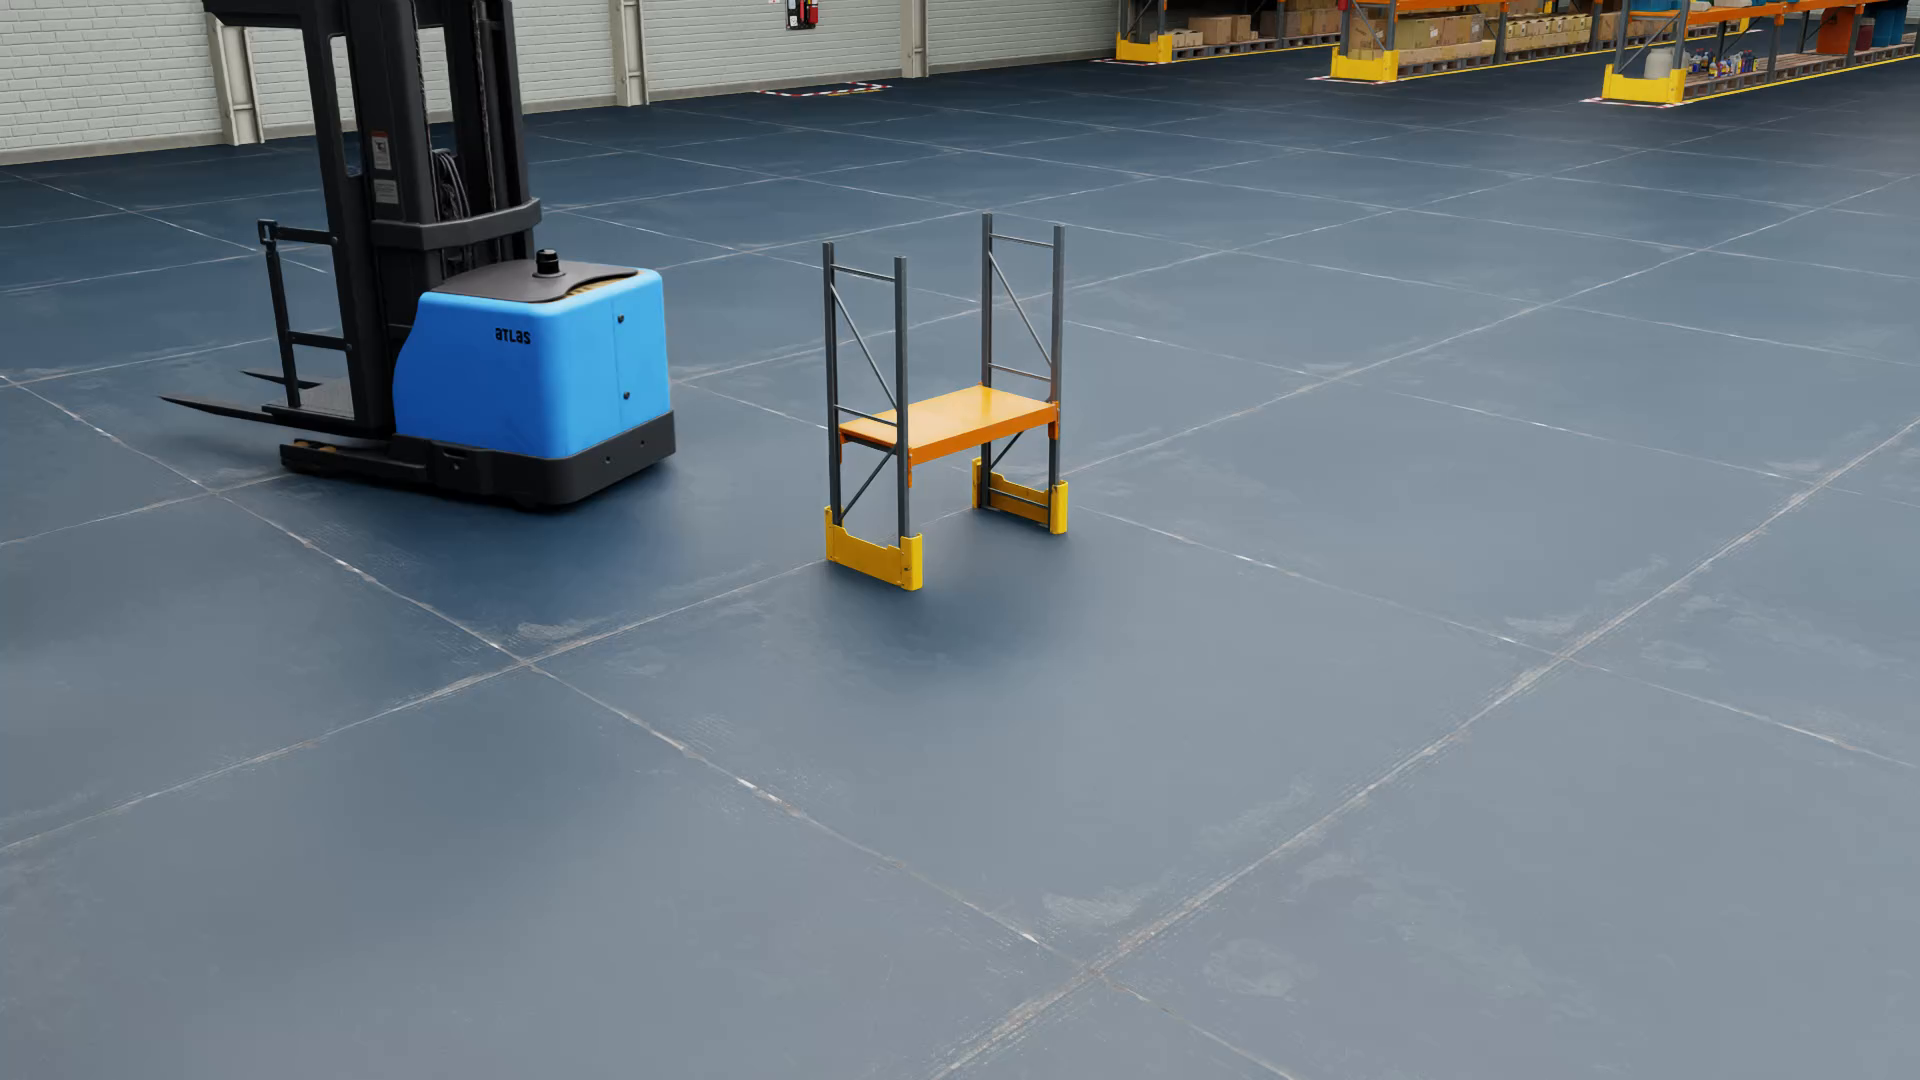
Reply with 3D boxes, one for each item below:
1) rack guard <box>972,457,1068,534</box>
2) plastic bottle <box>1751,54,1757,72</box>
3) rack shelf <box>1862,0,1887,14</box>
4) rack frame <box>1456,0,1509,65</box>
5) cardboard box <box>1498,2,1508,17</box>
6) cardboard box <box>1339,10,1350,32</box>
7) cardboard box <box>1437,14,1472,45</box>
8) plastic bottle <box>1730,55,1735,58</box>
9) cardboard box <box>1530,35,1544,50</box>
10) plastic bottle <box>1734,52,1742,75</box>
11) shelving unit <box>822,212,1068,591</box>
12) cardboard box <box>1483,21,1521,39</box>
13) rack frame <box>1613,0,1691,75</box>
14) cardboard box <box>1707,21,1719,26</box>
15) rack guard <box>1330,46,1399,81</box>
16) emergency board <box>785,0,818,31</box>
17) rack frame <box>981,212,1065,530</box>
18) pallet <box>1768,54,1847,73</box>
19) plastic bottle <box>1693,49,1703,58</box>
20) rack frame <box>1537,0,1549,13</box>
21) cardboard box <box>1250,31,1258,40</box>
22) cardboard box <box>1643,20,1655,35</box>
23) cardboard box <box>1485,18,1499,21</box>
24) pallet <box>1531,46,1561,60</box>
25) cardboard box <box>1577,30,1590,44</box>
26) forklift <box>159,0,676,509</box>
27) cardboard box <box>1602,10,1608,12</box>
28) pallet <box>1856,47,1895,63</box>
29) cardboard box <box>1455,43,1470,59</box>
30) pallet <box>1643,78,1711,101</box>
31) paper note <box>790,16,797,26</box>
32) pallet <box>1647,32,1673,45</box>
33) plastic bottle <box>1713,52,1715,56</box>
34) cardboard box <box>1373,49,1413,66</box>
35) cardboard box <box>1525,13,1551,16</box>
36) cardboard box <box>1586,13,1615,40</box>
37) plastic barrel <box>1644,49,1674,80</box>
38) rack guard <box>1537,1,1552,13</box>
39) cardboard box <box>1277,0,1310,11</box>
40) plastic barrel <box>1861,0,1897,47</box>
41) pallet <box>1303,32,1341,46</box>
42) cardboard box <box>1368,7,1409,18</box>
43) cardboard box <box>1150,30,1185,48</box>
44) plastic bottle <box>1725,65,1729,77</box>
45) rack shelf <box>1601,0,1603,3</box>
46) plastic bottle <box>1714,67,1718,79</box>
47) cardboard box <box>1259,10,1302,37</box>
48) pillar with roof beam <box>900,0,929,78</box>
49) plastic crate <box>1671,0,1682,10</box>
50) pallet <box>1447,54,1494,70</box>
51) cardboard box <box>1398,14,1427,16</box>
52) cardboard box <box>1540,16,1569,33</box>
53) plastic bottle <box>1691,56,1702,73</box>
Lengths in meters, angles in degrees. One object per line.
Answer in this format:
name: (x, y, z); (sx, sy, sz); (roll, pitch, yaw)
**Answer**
rack guard: (0.294, -0.225, 8.312); (0.587, 0.250, 0.087); (19, 28, 41)
plastic bottle: (13.307, -8.001, 27.884); (0.133, 0.283, 0.061); (-18, 28, -39)
rack shelf: (17.592, -10.477, 32.154); (1.077, 0.370, 4.000); (19, 28, 41)
rack frame: (9.860, -10.511, 31.240); (1.000, 3.000, 0.127); (19, 28, 41)
cardboard box: (13.196, -13.262, 41.296); (0.500, 0.500, 0.700); (-19, 28, -41)
cardboard box: (8.191, -11.515, 36.724); (0.700, 0.500, 0.500); (19, 28, 41)
cardboard box: (8.990, -9.345, 30.408); (0.500, 0.500, 0.500); (19, 28, 41)
plastic bottle: (12.906, -7.948, 27.755); (0.152, 0.276, 0.135); (19, 28, 41)
cardboard box: (11.036, -9.730, 32.456); (0.500, 0.250, 0.500); (18, 28, 39)
plastic bottle: (12.804, -7.869, 27.446); (0.144, 0.351, 0.185); (19, 28, 40)
shelving unit: (-0.053, -0.680, 7.755); (0.587, 1.500, 1.083); (19, 28, 41)
cardboard box: (10.327, -9.729, 31.672); (0.500, 0.311, 0.500); (19, 28, 41)
rack frame: (10.616, -8.242, 25.337); (1.000, 3.000, 0.127); (19, 28, 41)
cardboard box: (17.344, -12.079, 38.540); (0.500, 0.250, 0.500); (19, 28, 41)
rack guard: (7.053, -8.310, 28.997); (1.175, 0.500, 0.348); (19, 28, 41)
emergency board: (-2.551, -8.950, 27.179); (0.194, 1.169, 0.643); (19, 28, 41)
rack frame: (0.295, -0.809, 8.088); (0.500, 1.500, 0.032); (19, 28, 41)
pallet: (15.628, -8.807, 30.695); (1.003, 0.211, 1.213); (19, 28, 41)
plastic bottle: (12.414, -8.087, 28.013); (0.144, 0.351, 0.185); (18, 27, 38)
rack frame: (14.679, -14.834, 42.489); (1.000, 3.000, 0.127); (19, 28, 41)
cardboard box: (5.956, -10.488, 34.515); (0.380, 0.166, 0.250); (15, 26, 34)
cardboard box: (14.601, -11.154, 35.783); (0.500, 0.500, 0.500); (20, 29, 41)
cardboard box: (10.295, -9.996, 32.367); (0.500, 0.311, 0.500); (-19, 28, -41)
pallet: (11.197, -9.724, 33.078); (1.003, 0.211, 1.213); (19, 28, 41)
cardboard box: (12.458, -10.255, 33.823); (0.500, 0.250, 0.500); (-19, 28, -41)
forklift: (-3.119, -1.866, 8.843); (3.031, 2.935, 1.130); (10, 23, 23)
cardboard box: (13.496, -11.010, 35.409); (0.500, 0.500, 0.500); (18, 27, 39)
pallet: (17.568, -9.522, 32.554); (1.003, 0.211, 1.213); (19, 28, 41)
cardboard box: (8.999, -8.991, 30.534); (0.500, 0.250, 0.500); (19, 28, 41)
pallet: (11.206, -7.179, 26.459); (1.003, 0.211, 1.213); (19, 28, 41)
paper note: (-2.724, -8.511, 27.264); (0.016, 0.148, 0.142); (19, 28, 41)
pallet: (14.900, -11.047, 36.522); (1.003, 0.211, 1.213); (19, 28, 41)
plastic bottle: (12.741, -8.119, 28.190); (0.061, 0.283, 0.133); (19, 28, 41)
cardboard box: (7.603, -8.477, 29.197); (0.500, 0.250, 0.500); (19, 28, 41)
cardboard box: (11.714, -10.515, 33.717); (0.500, 0.311, 0.500); (18, 28, 39)
cardboard box: (13.172, -10.623, 34.403); (0.500, 0.500, 0.500); (-19, 28, -40)
plastic barrel: (11.020, -7.465, 26.198); (0.421, 0.512, 0.421); (0, 21, 0)
rack guard: (14.696, -13.674, 42.953); (1.175, 0.500, 0.348); (19, 28, 41)
cardboard box: (7.114, -11.446, 35.498); (0.500, 0.250, 0.500); (19, 28, 40)
plastic barrel: (18.101, -10.226, 32.837); (0.600, 0.901, 0.708); (19, 28, 41)
pallet: (7.701, -10.964, 36.305); (1.003, 0.211, 1.213); (19, 28, 41)
cardboard box: (9.705, -12.127, 37.855); (0.750, 0.750, 0.750); (19, 28, 40)
cardboard box: (4.065, -9.827, 32.596); (0.500, 0.311, 0.500); (15, 26, 35)
plastic bottle: (12.482, -7.669, 27.132); (0.097, 0.201, 0.097); (0, 21, 0)
rack shelf: (14.045, -11.717, 35.382); (1.077, 0.370, 4.000); (19, 28, 41)
plastic bottle: (12.176, -7.556, 26.839); (0.097, 0.201, 0.097); (0, 21, 0)
cardboard box: (6.809, -10.982, 35.336); (0.500, 0.500, 0.700); (-19, 28, -40)
pillar with roof beam: (2.285, -11.299, 24.927); (9.100, 9.000, 0.400); (19, 28, 41)
plastic crate: (11.208, -8.542, 26.324); (0.499, 0.251, 0.408); (19, 28, 41)
pallet: (9.275, -9.015, 31.236); (1.003, 0.211, 1.213); (19, 28, 41)
cardboard box: (8.267, -9.347, 30.413); (0.500, 0.500, 0.500); (19, 28, 41)
cardboard box: (11.749, -10.253, 33.034); (0.500, 0.311, 0.500); (19, 28, 40)
plastic bottle: (12.241, -7.912, 27.662); (0.152, 0.276, 0.135); (19, 28, 41)
